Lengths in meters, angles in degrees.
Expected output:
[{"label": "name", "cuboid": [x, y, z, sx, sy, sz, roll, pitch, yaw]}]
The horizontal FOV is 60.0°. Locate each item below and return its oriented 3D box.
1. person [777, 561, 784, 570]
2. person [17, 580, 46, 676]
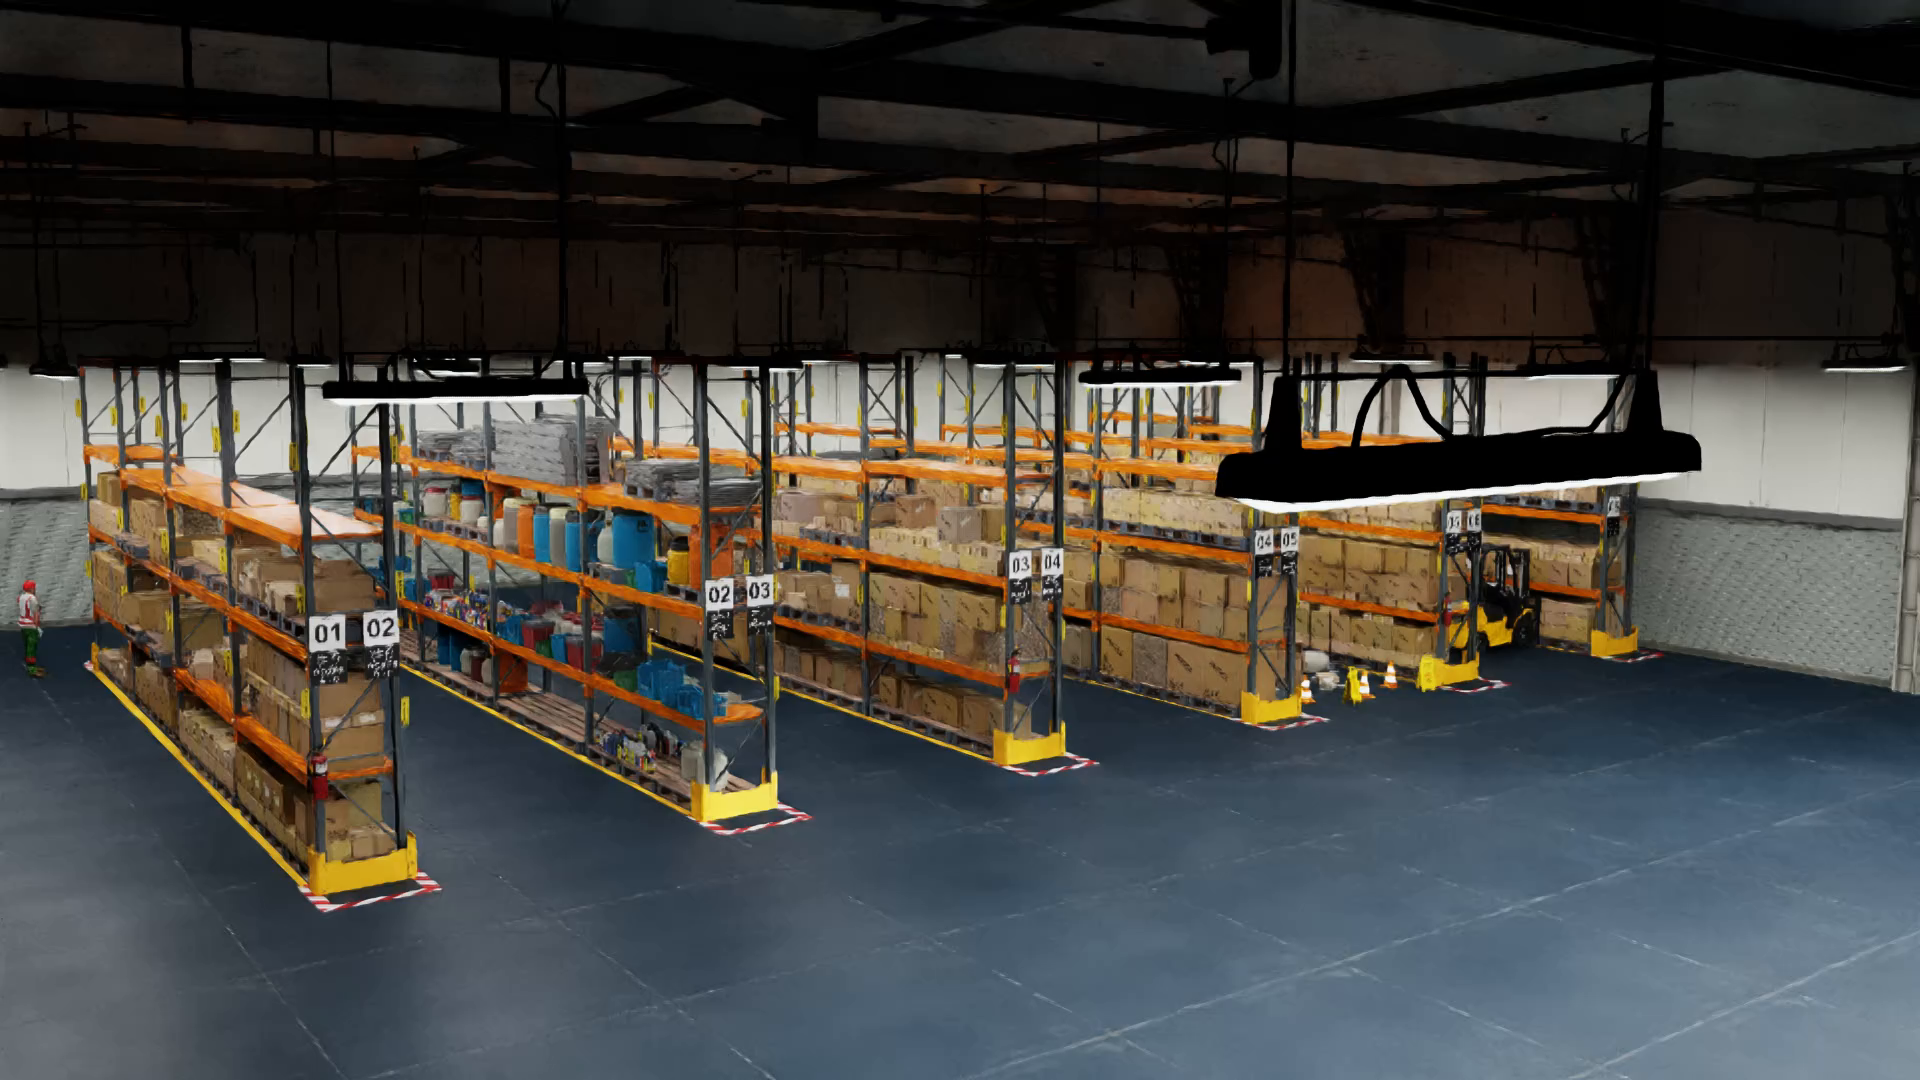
[{"label": "person", "cuboid": [-3.809, 1.274, 34.660, 0.566, 1.704, 1.122, -5, 8, -33]}, {"label": "person", "cuboid": [-17.440, 1.633, 31.292, 0.625, 1.794, 0.468, 5, 8, 33]}]
